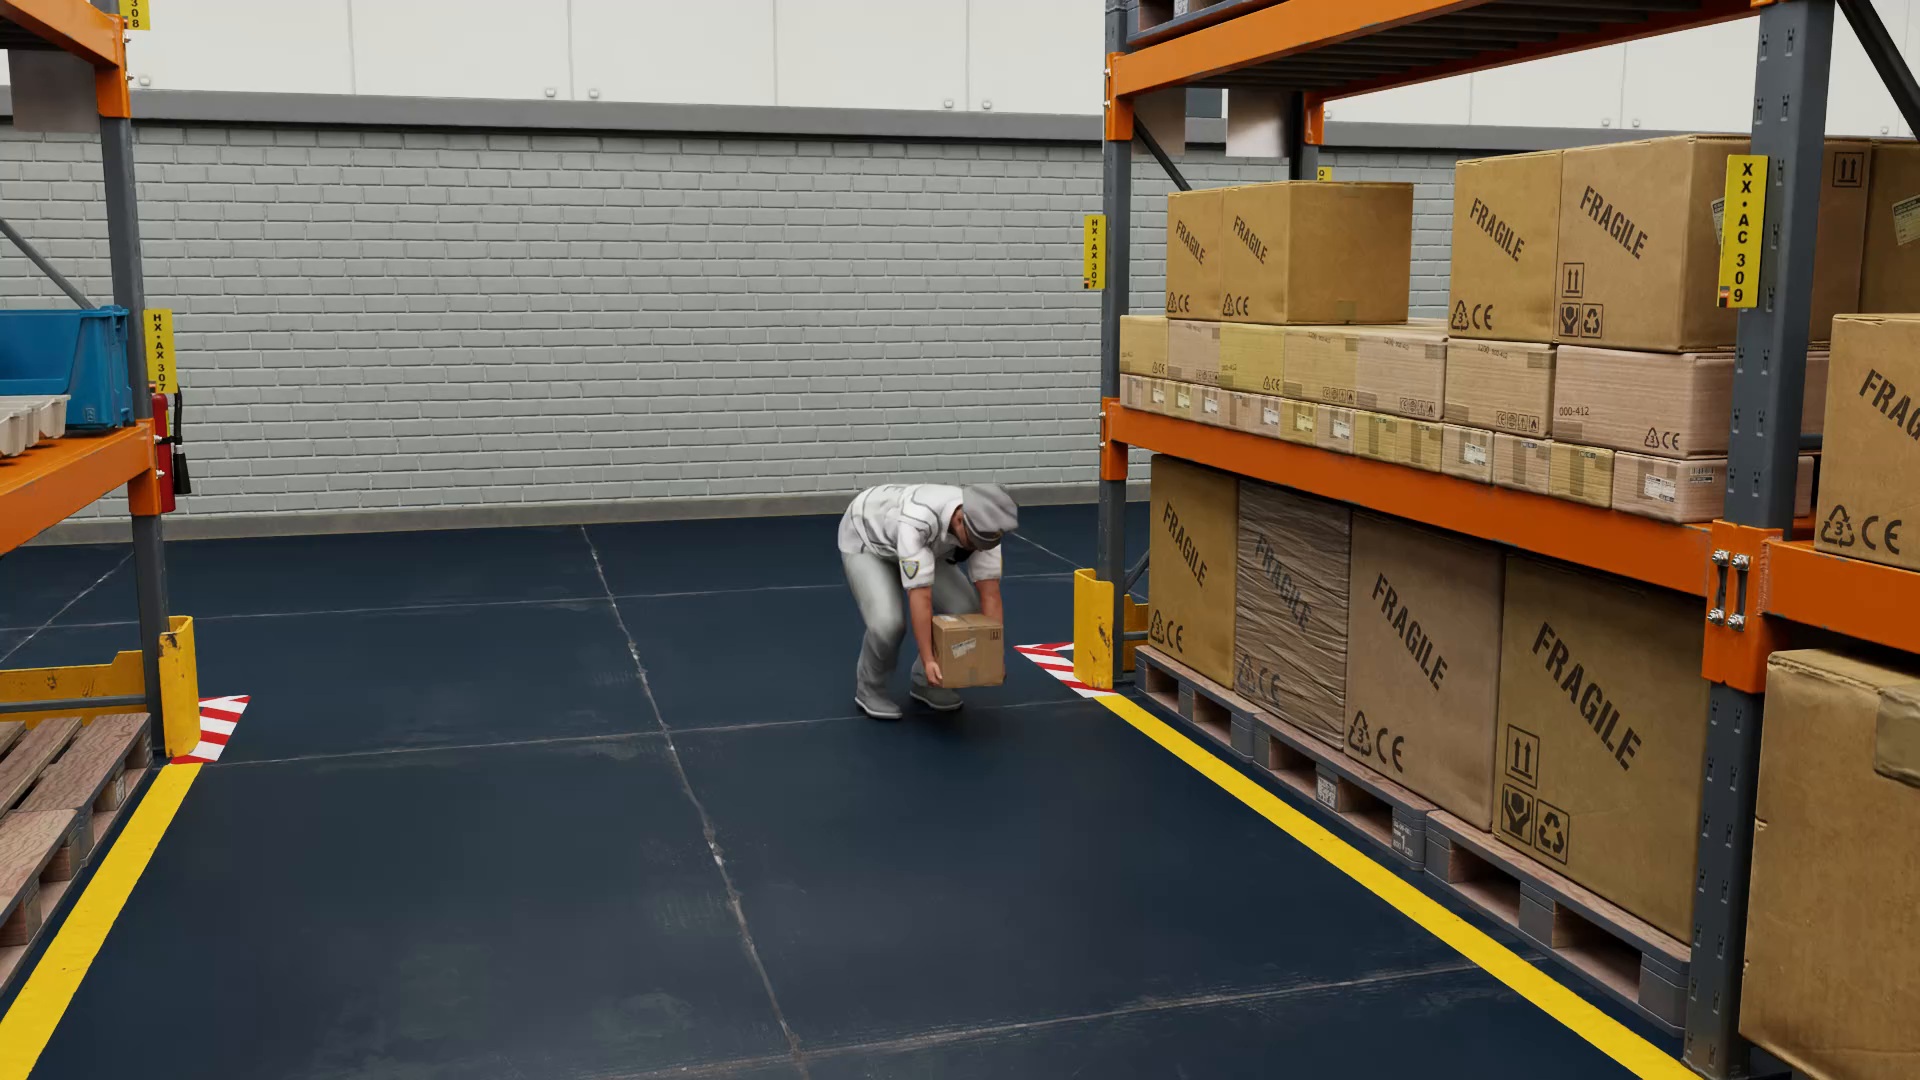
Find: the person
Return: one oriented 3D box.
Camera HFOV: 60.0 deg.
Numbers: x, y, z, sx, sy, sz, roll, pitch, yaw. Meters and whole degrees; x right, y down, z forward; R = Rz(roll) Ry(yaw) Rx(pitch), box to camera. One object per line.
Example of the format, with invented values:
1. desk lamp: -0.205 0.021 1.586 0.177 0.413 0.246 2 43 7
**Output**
1. person: -0.126 0.246 7.036 0.540 1.051 1.032 -6 11 -33
